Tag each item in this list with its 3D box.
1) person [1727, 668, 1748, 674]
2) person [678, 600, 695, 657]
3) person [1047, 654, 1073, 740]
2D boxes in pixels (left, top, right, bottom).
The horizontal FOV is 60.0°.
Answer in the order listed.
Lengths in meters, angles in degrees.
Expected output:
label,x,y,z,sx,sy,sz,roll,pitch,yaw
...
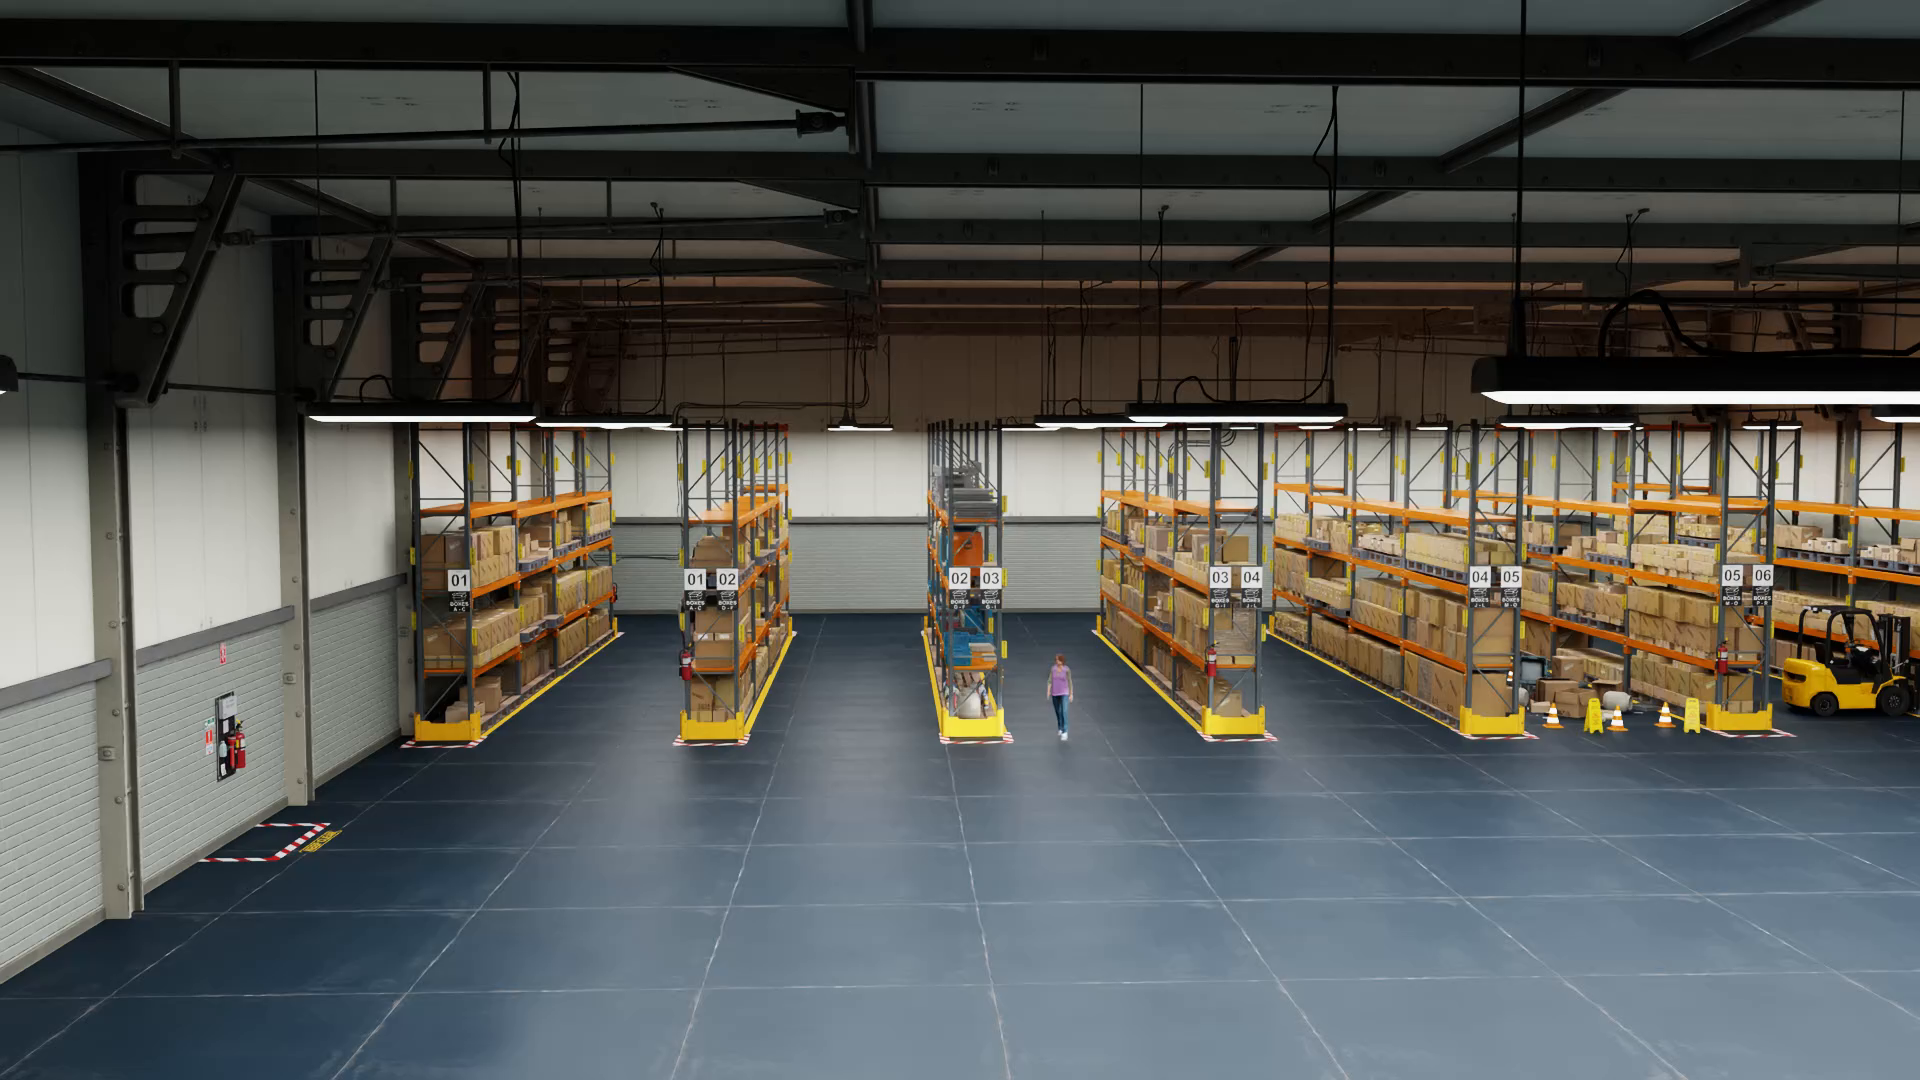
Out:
label,x,y,z,sx,sy,sz,roll,pitch,yaw
person,16.928,2.642,36.225,0.547,1.540,0.710,0,4,-1
person,-6.987,2.134,42.797,0.525,1.666,0.965,-1,4,-13
person,1.879,2.925,31.173,0.521,1.577,0.773,2,4,27
